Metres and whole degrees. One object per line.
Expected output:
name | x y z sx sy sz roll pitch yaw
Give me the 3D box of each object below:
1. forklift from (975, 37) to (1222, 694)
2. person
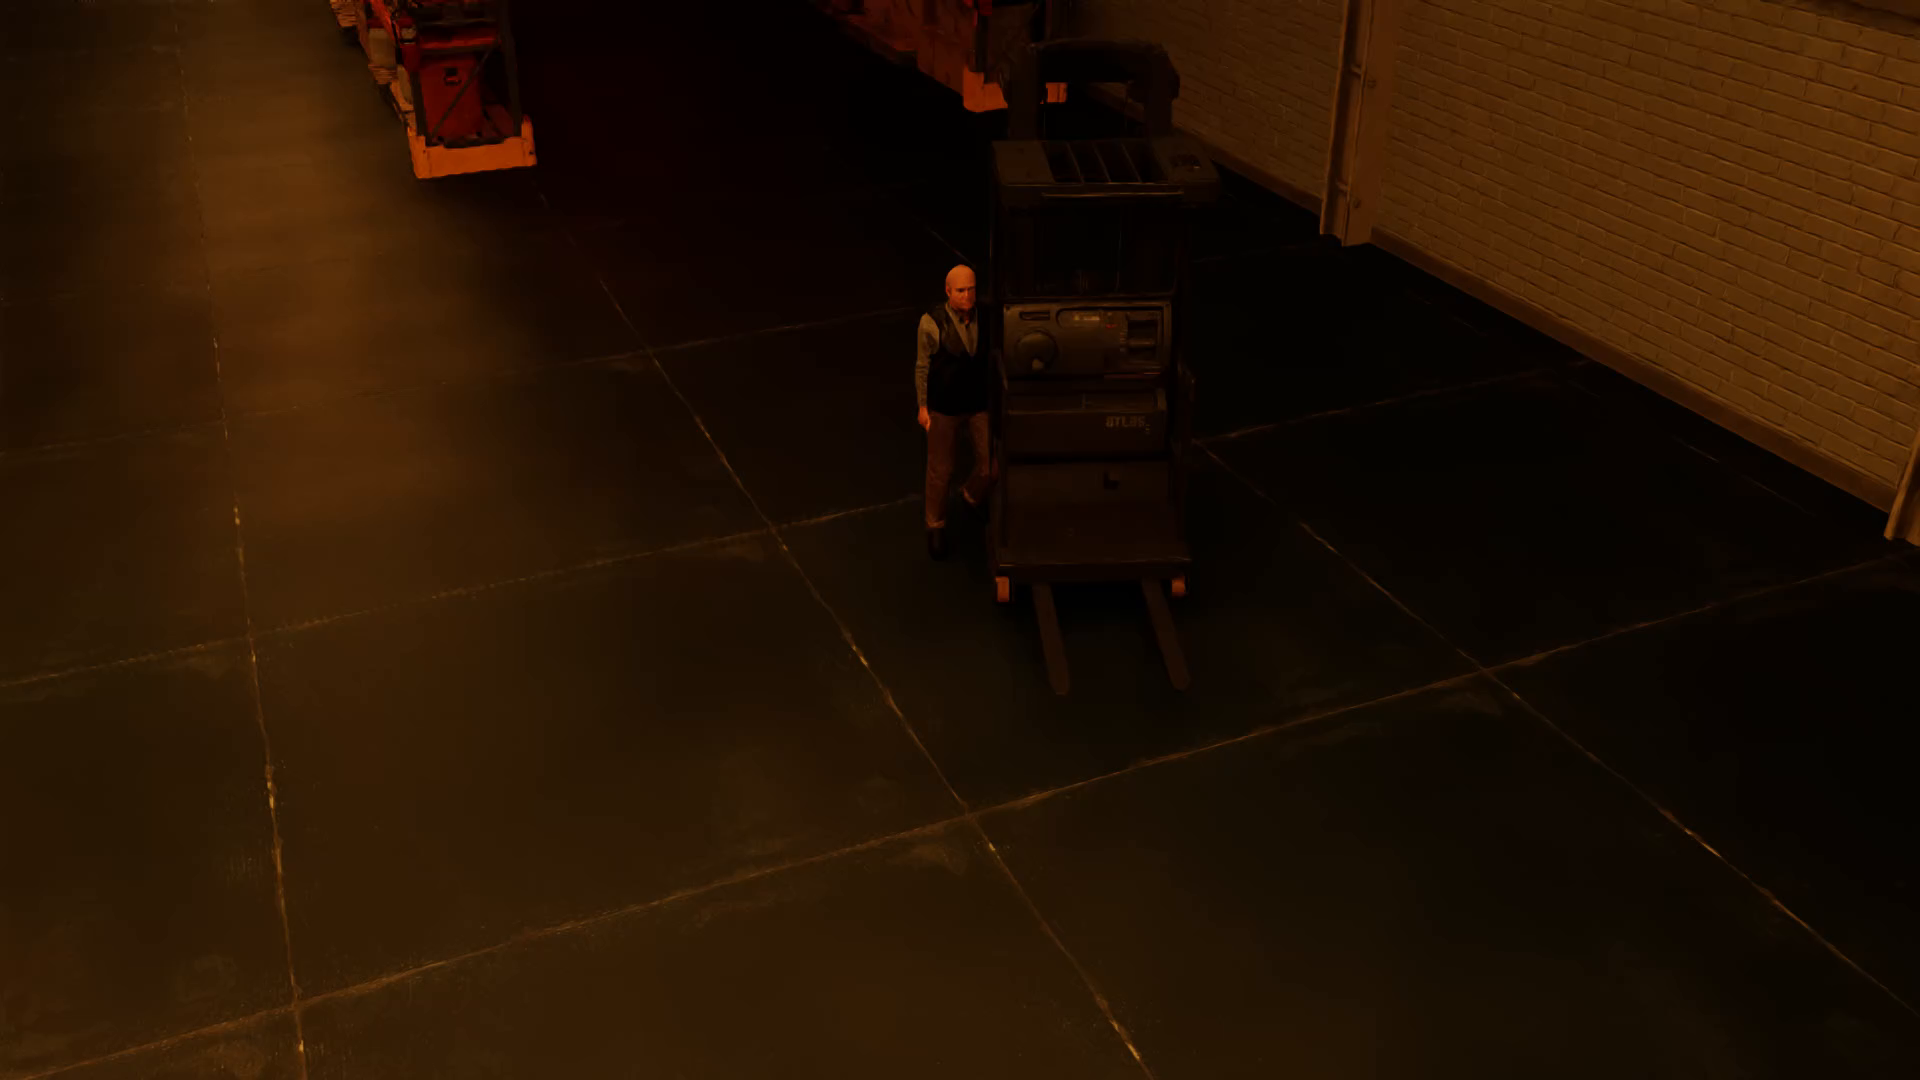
forklift | 0.719 -1.075 9.000 1.130 2.935 3.031 -2 30 -3
person | 0.026 -0.745 9.586 0.529 1.729 0.455 -12 32 -20
